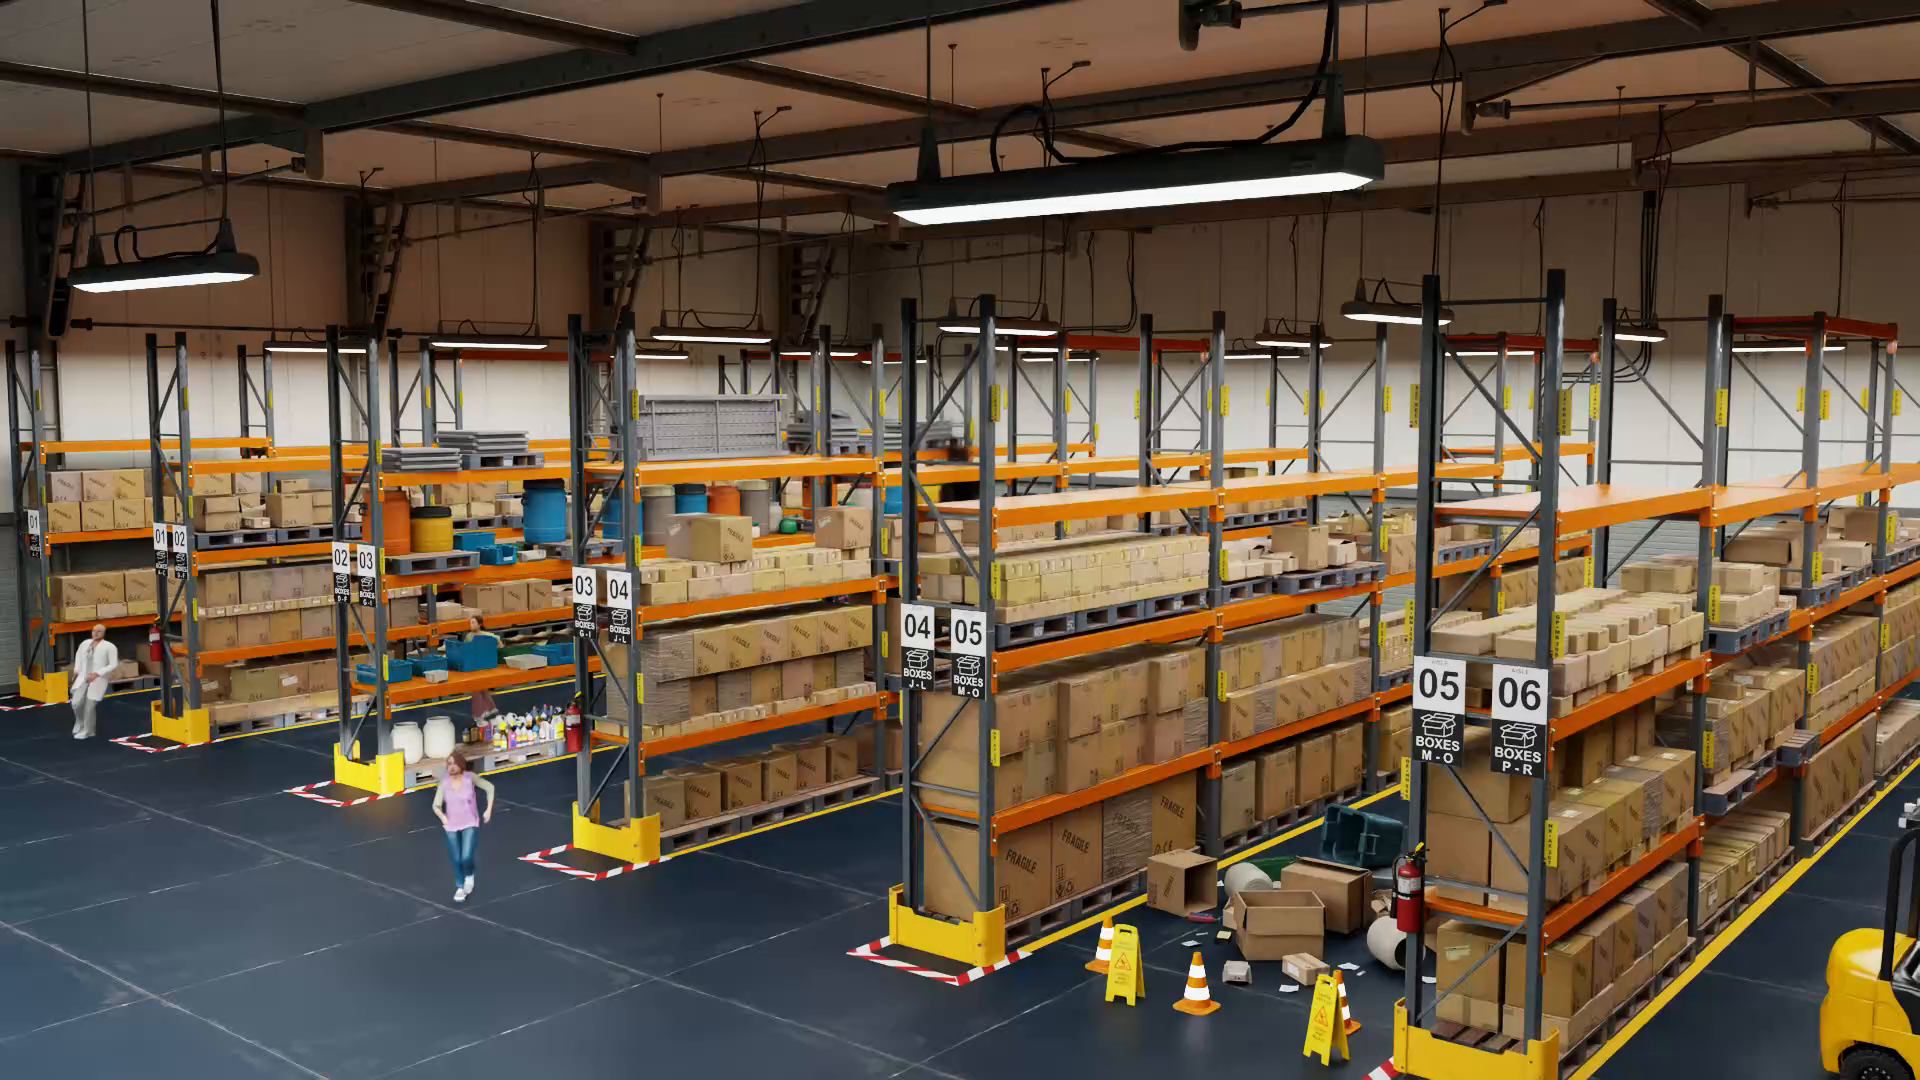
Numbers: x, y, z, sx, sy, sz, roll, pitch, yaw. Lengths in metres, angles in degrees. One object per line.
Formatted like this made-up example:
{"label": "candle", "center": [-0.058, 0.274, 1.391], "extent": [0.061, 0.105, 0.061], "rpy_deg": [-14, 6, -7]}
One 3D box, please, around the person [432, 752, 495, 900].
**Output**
{"label": "person", "center": [-4.980, 2.889, 16.655], "extent": [0.568, 1.554, 0.701], "rpy_deg": [0, 5, -2]}

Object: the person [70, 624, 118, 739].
{"label": "person", "center": [-12.806, 2.097, 24.559], "extent": [0.714, 1.704, 0.624], "rpy_deg": [0, 5, -3]}

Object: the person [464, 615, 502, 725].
{"label": "person", "center": [-7.448, 2.023, 25.825], "extent": [0.594, 1.743, 0.729], "rpy_deg": [3, 6, 29]}
